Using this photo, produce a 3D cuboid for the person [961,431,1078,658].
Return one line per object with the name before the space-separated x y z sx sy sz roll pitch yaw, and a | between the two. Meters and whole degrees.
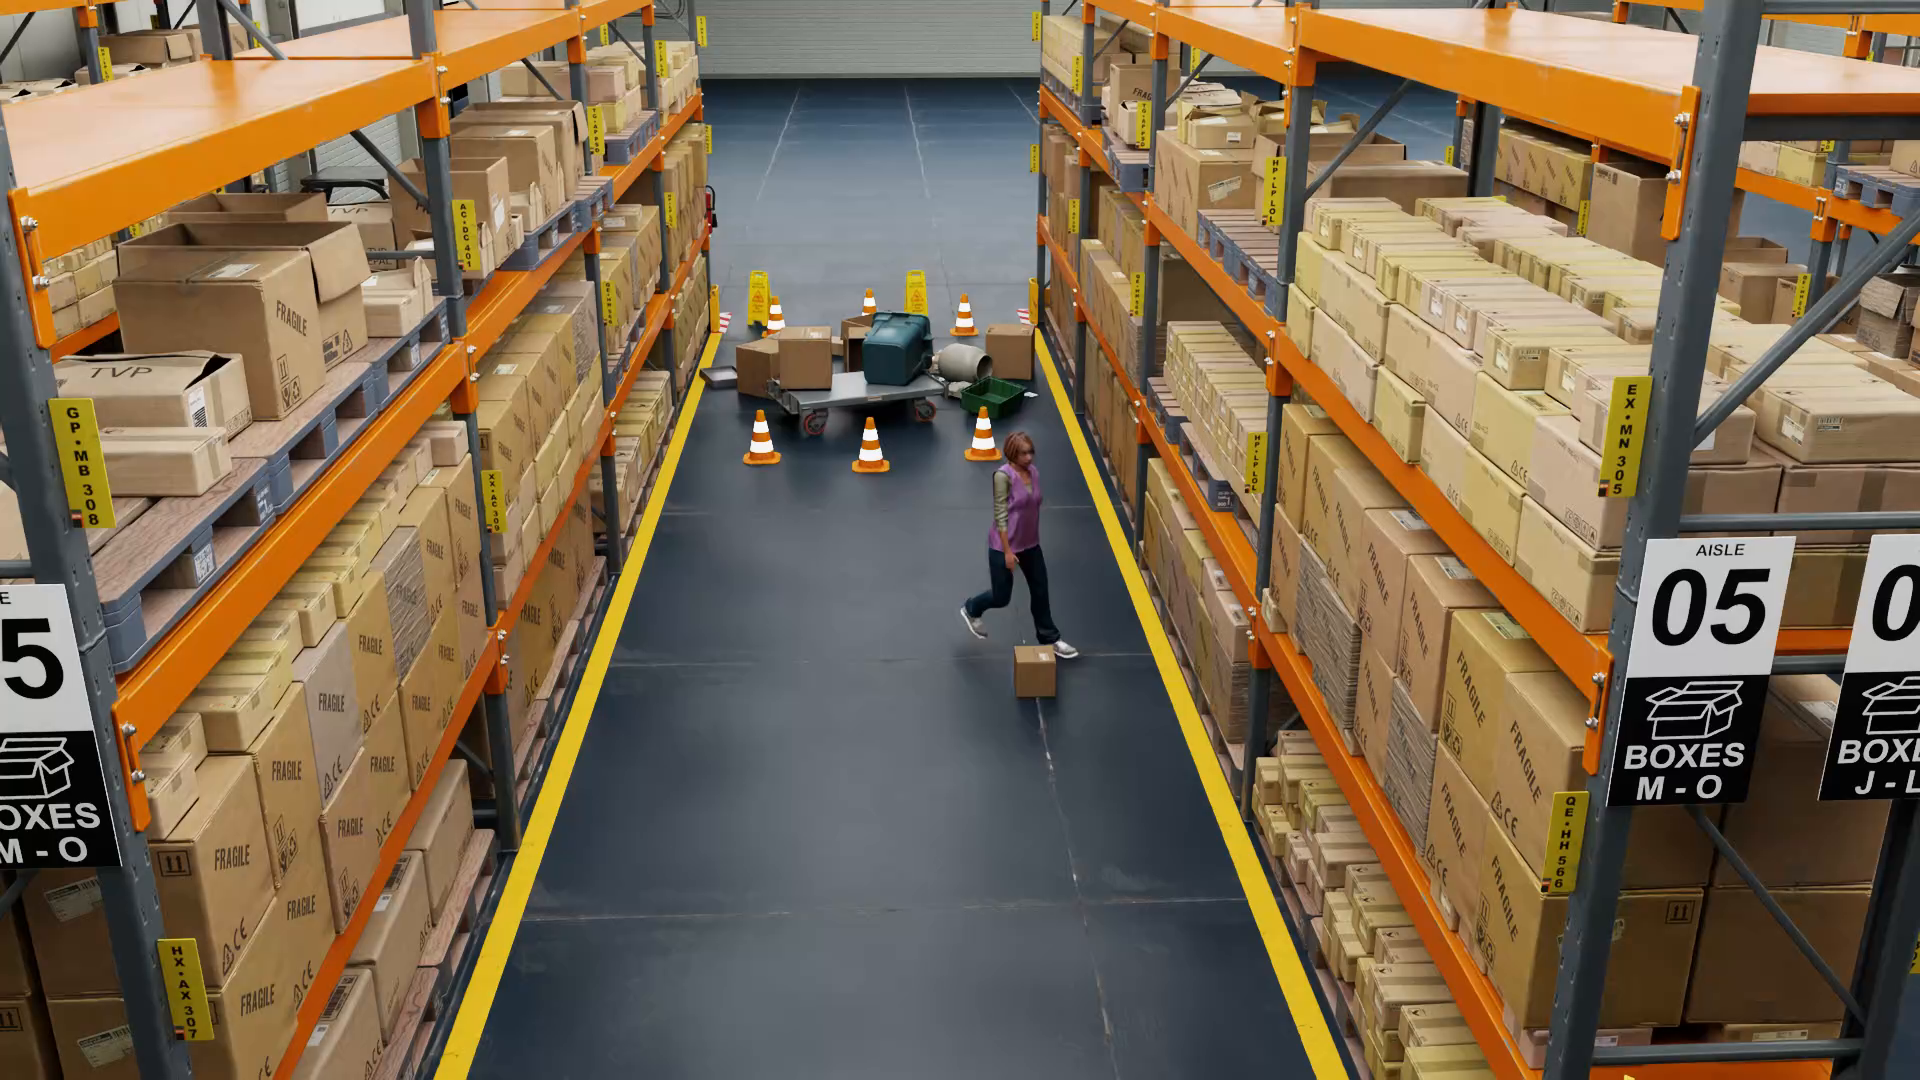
person | 0.383 0.014 11.034 0.510 1.573 0.739 -16 26 -36
